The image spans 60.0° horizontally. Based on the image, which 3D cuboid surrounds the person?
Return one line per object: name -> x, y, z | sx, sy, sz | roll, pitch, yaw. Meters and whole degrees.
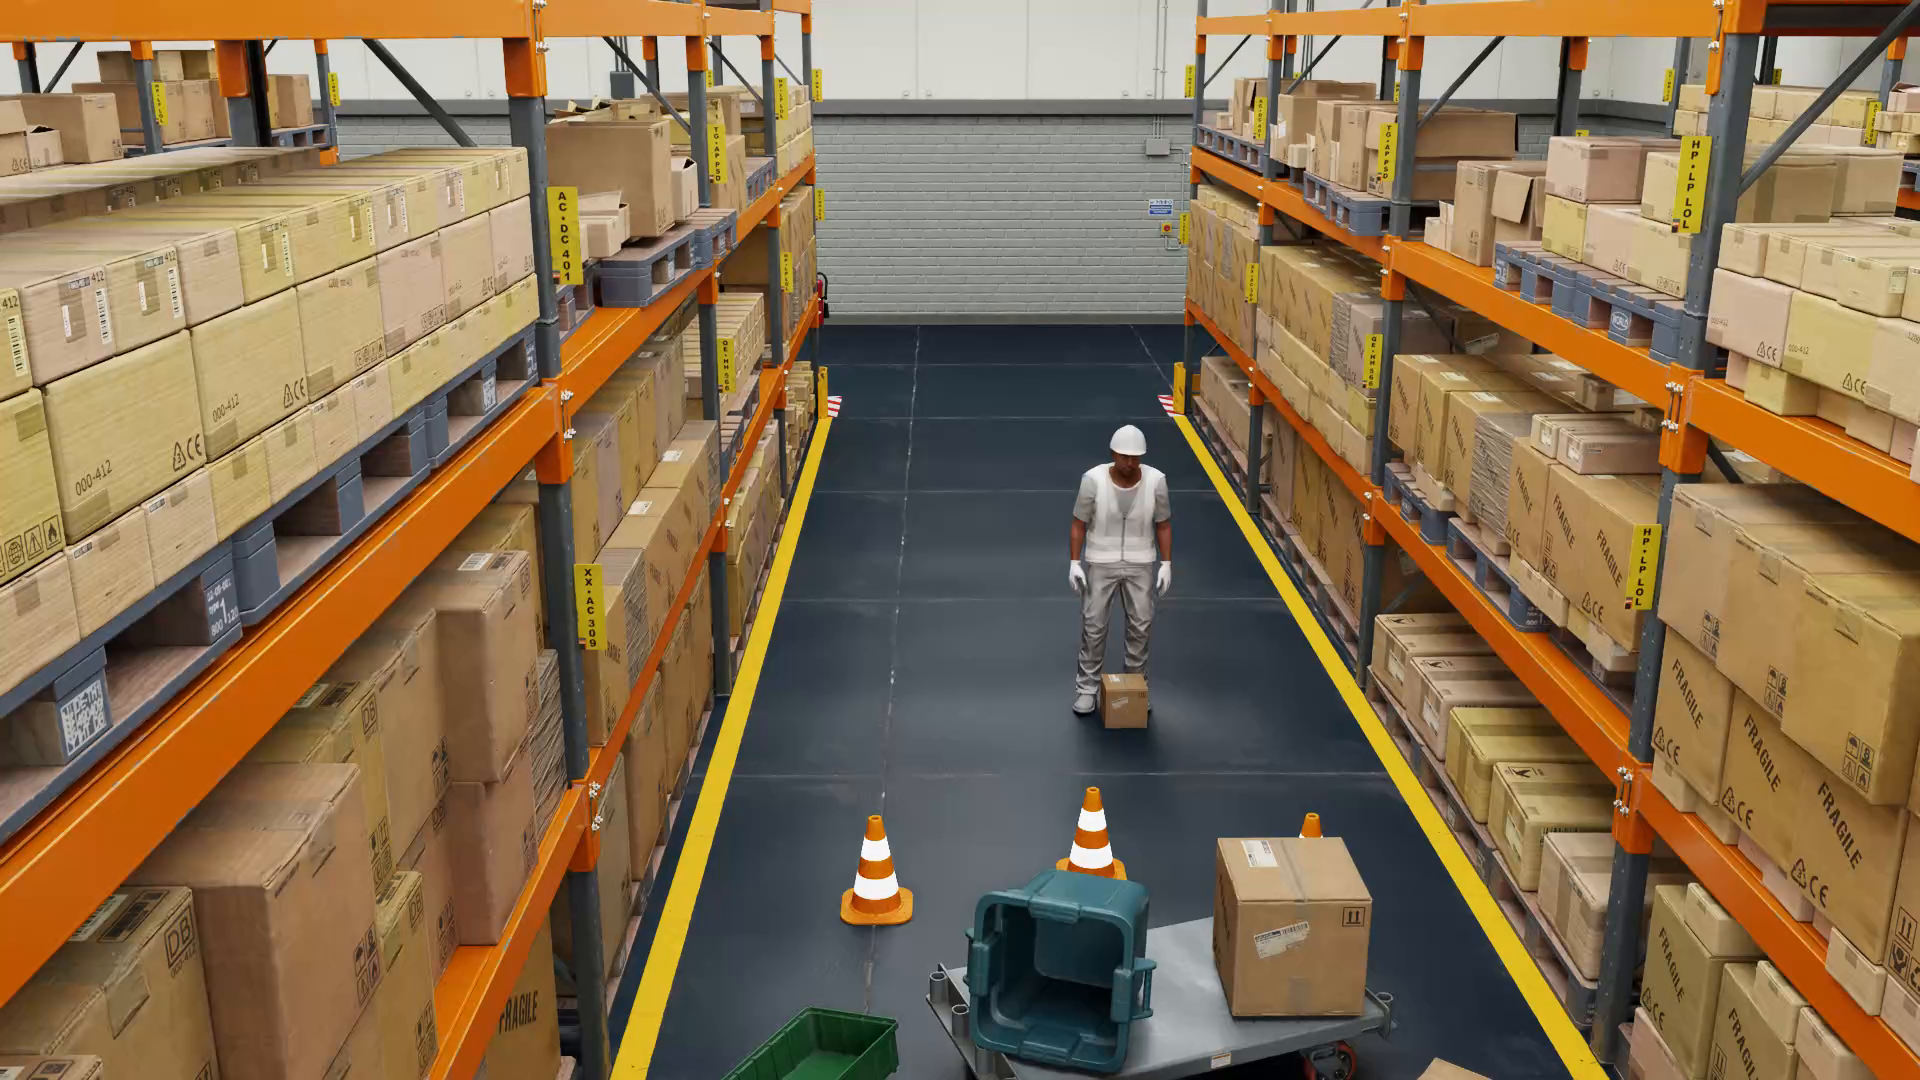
person -> 0.960, 0.169, 9.969 | 0.619, 1.774, 0.446 | 0, 17, 0
